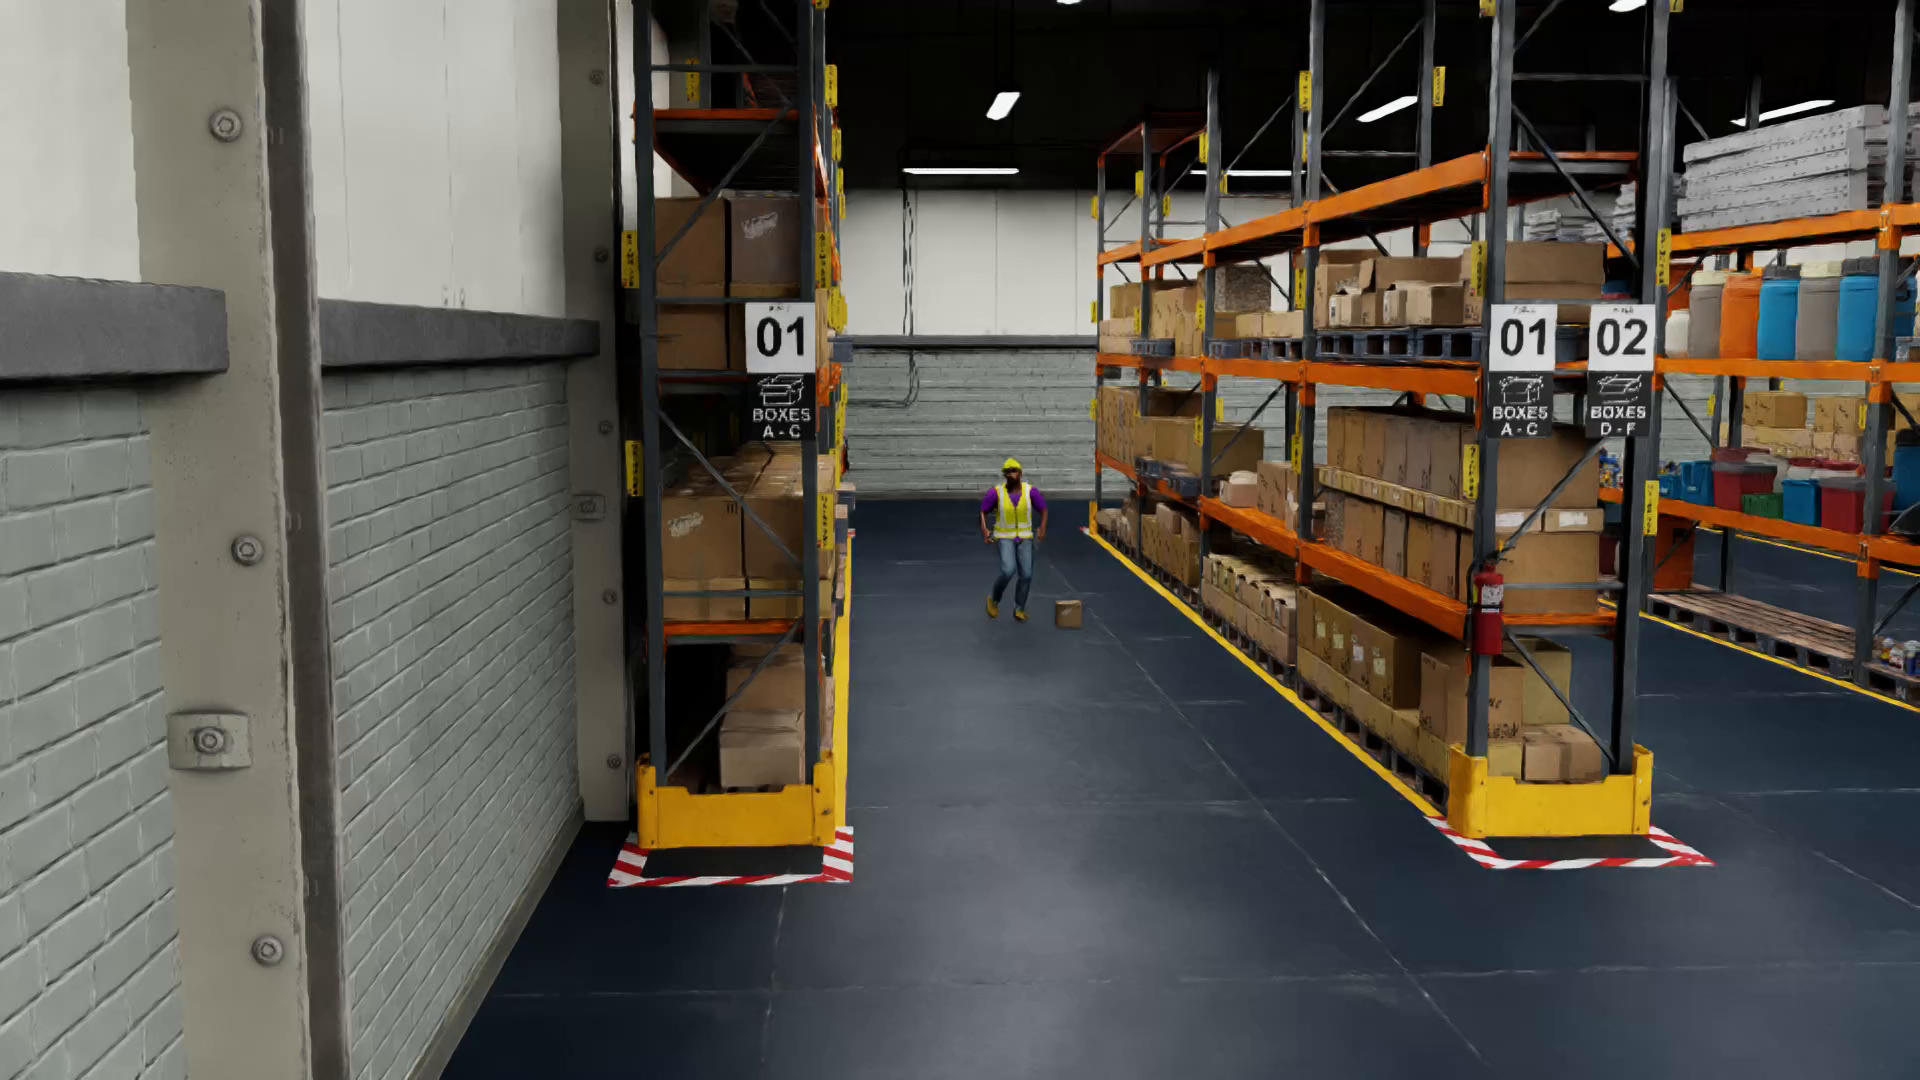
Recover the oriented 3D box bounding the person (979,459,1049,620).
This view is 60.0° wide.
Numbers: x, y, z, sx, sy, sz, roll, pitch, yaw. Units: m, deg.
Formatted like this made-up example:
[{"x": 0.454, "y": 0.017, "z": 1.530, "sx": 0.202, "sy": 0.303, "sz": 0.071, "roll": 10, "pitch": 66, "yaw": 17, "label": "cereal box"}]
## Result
[{"x": 0.608, "y": -0.008, "z": 17.857, "sx": 0.749, "sy": 1.732, "sz": 0.523, "roll": -2, "pitch": 7, "yaw": -15, "label": "person"}]
